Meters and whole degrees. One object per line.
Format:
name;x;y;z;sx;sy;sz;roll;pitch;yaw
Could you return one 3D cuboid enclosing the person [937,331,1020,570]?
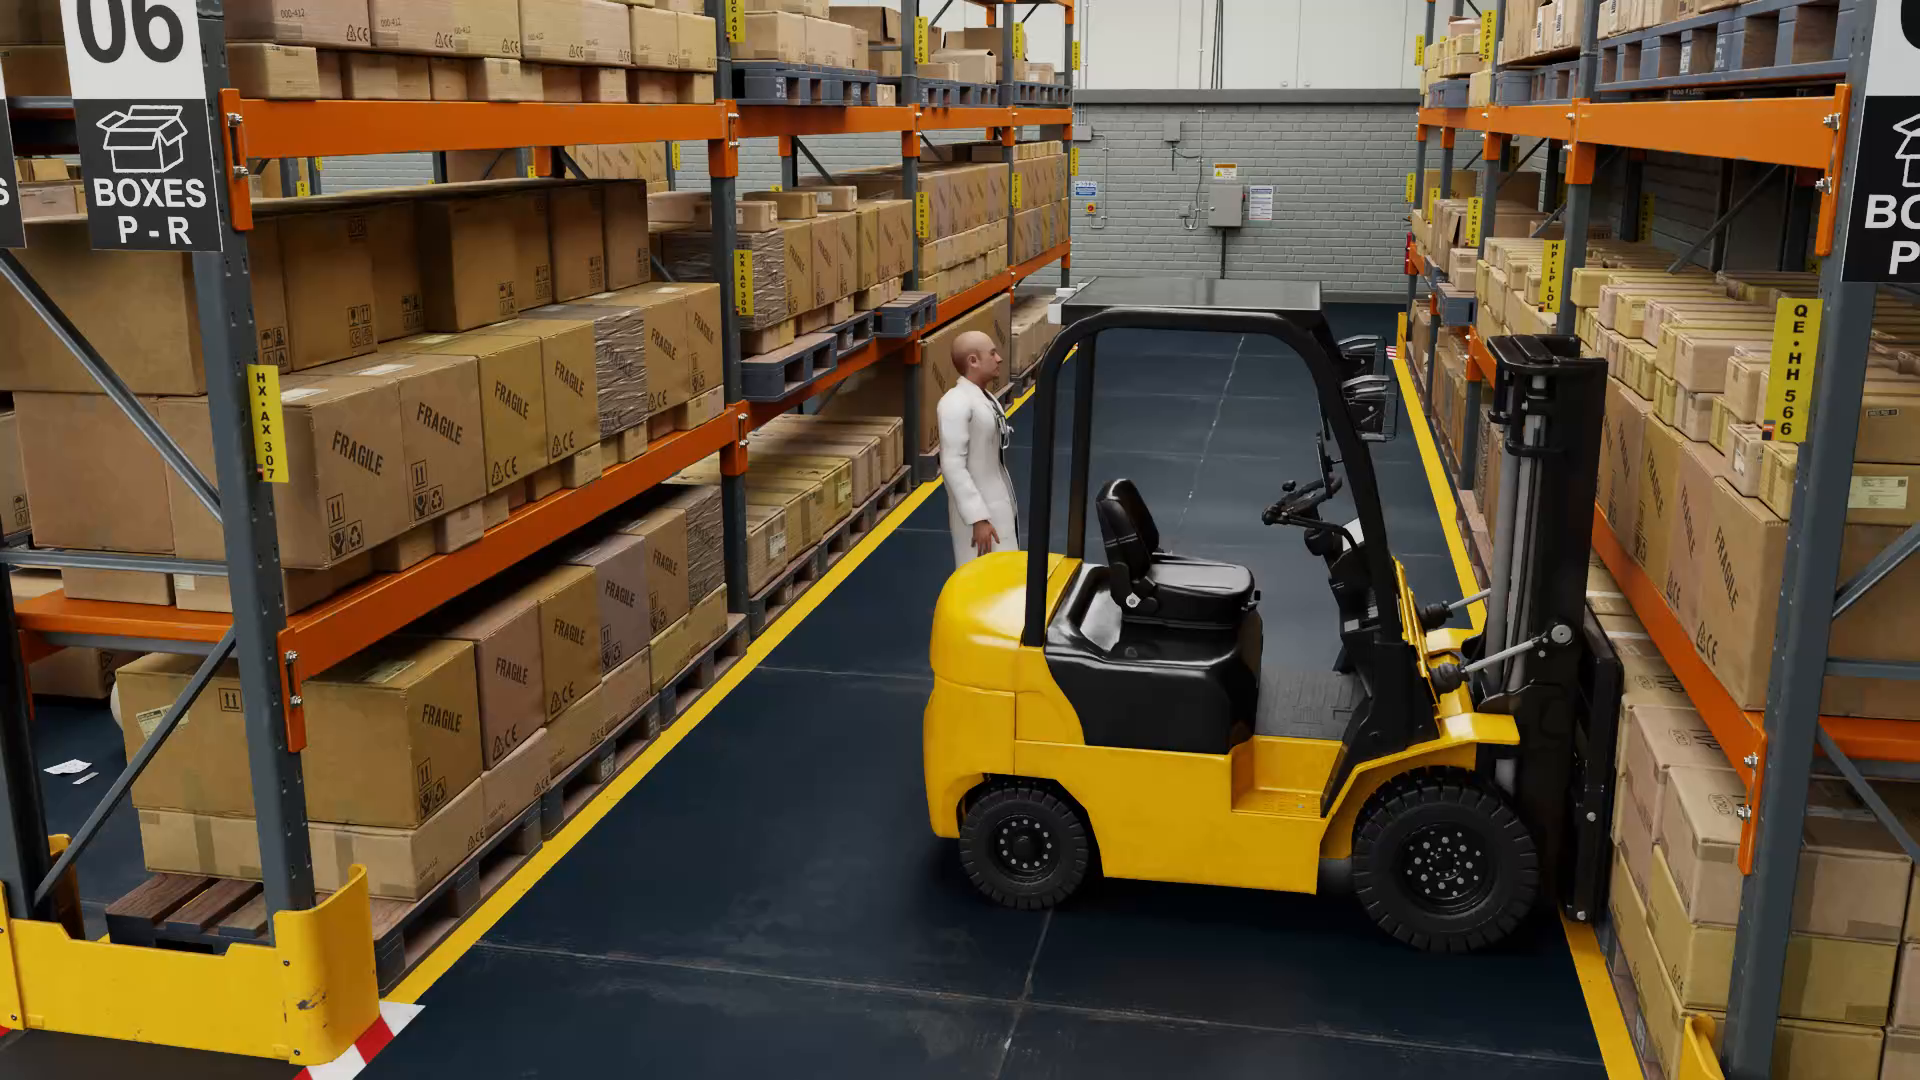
person;0.205;-0.088;7.842;0.581;1.777;0.697;3;15;11
